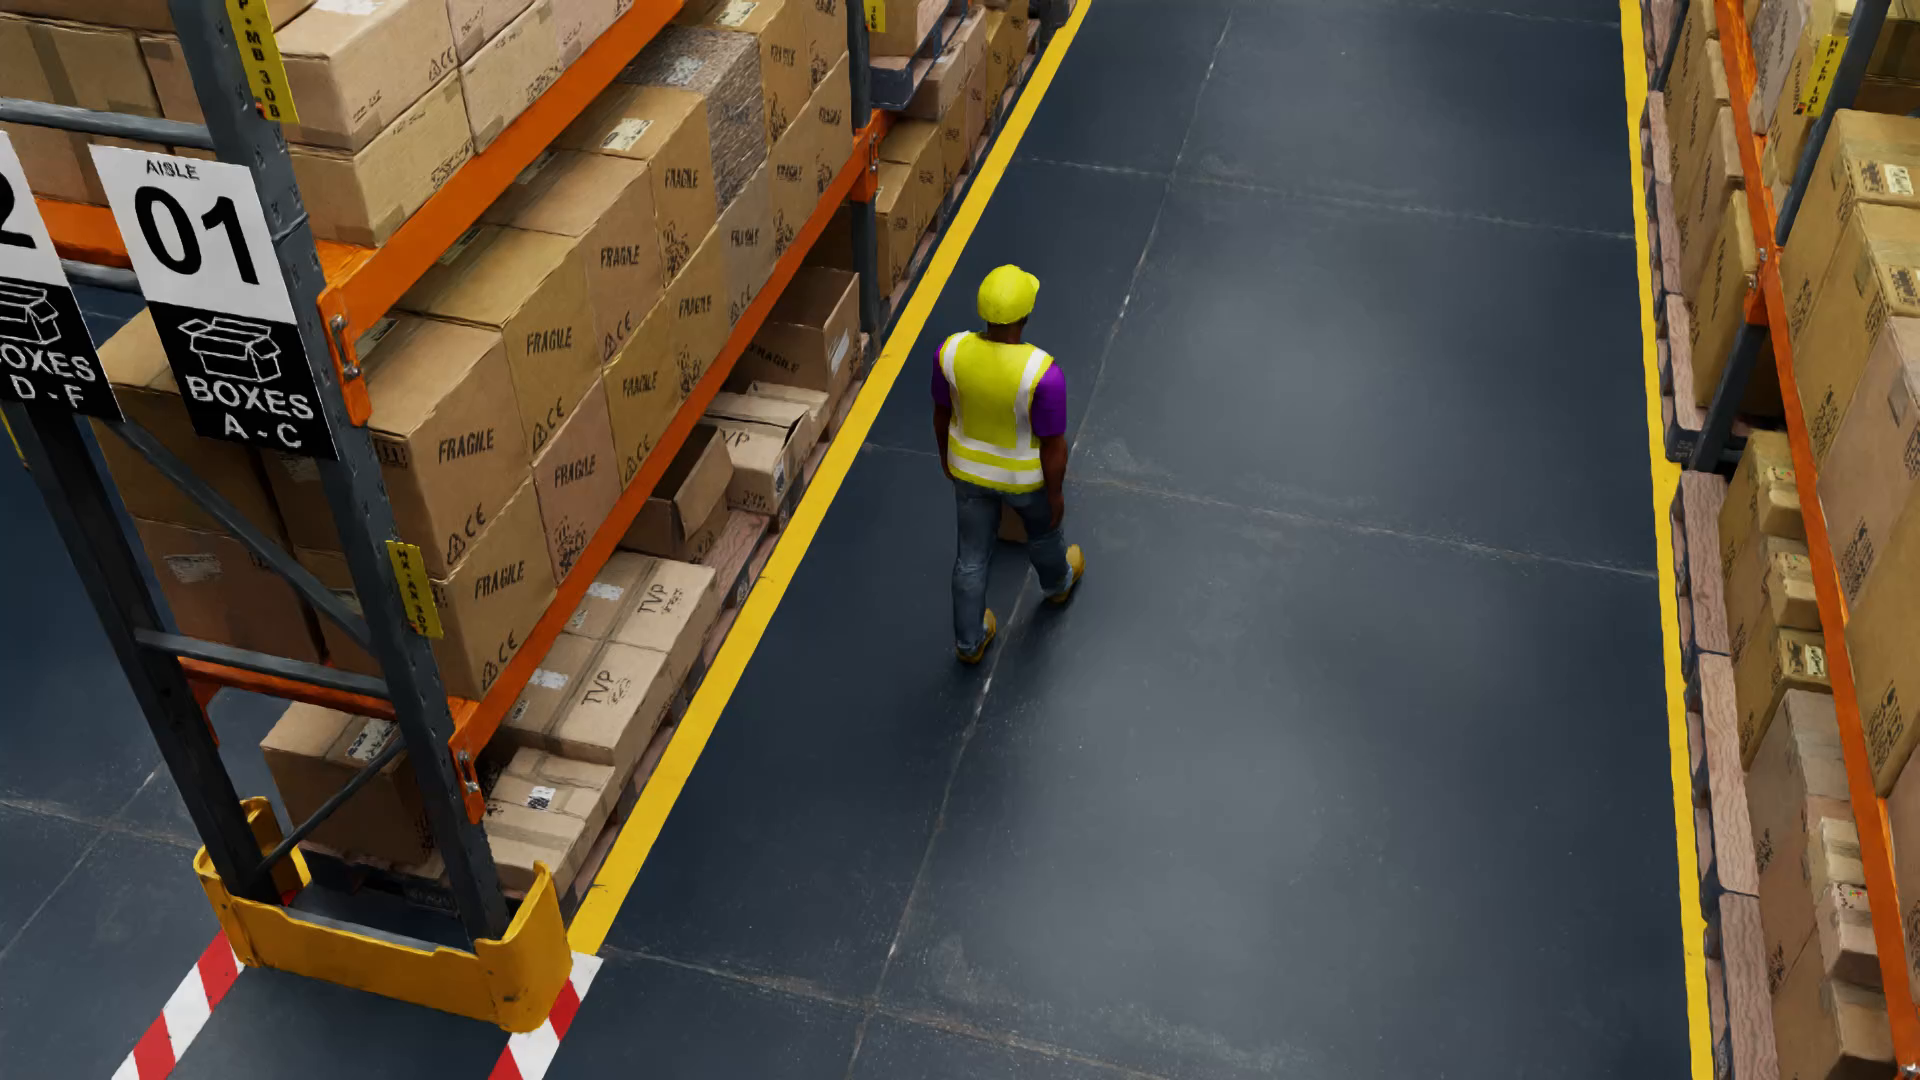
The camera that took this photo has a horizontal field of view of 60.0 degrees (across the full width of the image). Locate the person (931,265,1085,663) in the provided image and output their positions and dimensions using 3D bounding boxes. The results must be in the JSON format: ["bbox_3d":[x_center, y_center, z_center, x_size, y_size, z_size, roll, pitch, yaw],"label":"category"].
[{"bbox_3d":[0.203,-0.367,6.554,0.568,1.746,0.789,14,43,15],"label":"person"}]
